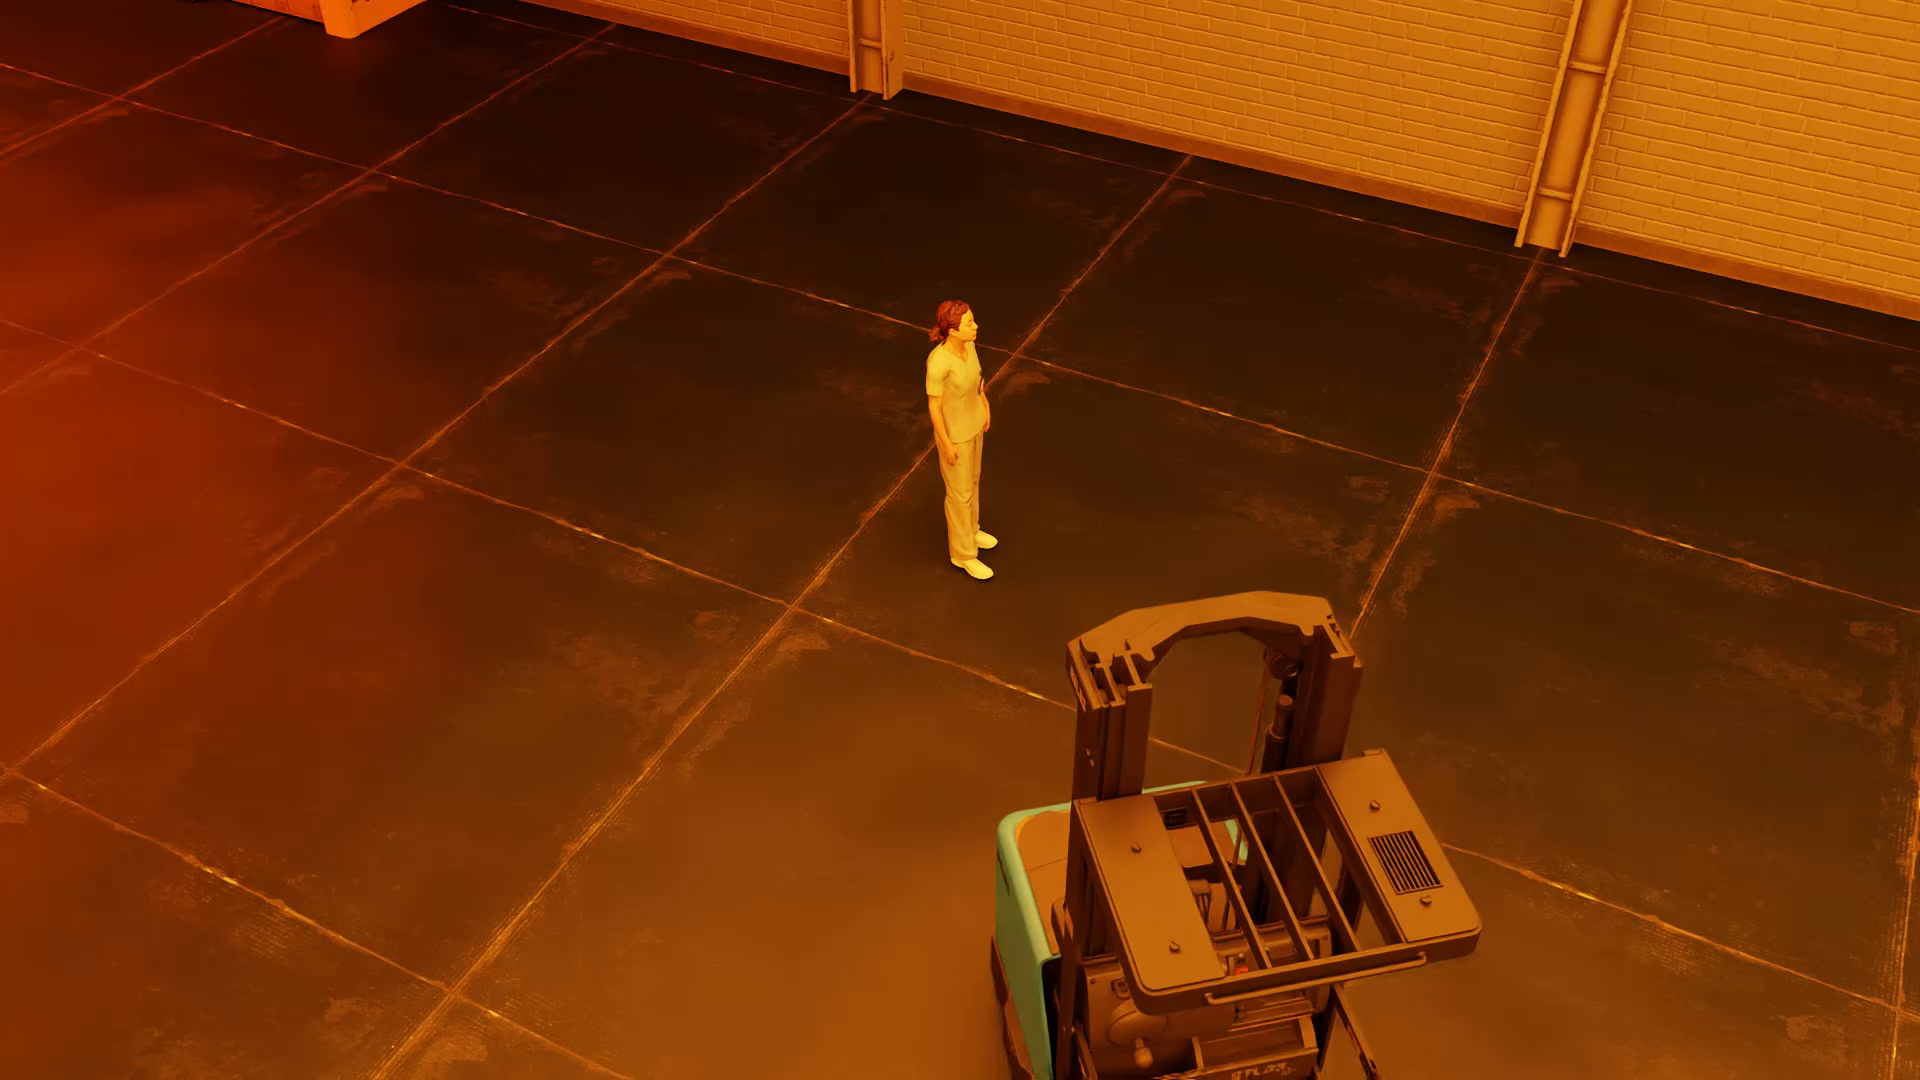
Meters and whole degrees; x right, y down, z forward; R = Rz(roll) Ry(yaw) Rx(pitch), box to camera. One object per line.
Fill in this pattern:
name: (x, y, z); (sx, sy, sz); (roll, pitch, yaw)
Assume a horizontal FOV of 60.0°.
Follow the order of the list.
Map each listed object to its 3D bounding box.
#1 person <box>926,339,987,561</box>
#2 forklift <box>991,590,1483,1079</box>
person: (0.022, -0.563, 9.760); (0.394, 1.361, 0.517); (18, 43, 21)
forklift: (0.961, 1.747, 5.913); (1.130, 2.935, 3.031); (-8, 41, -9)
